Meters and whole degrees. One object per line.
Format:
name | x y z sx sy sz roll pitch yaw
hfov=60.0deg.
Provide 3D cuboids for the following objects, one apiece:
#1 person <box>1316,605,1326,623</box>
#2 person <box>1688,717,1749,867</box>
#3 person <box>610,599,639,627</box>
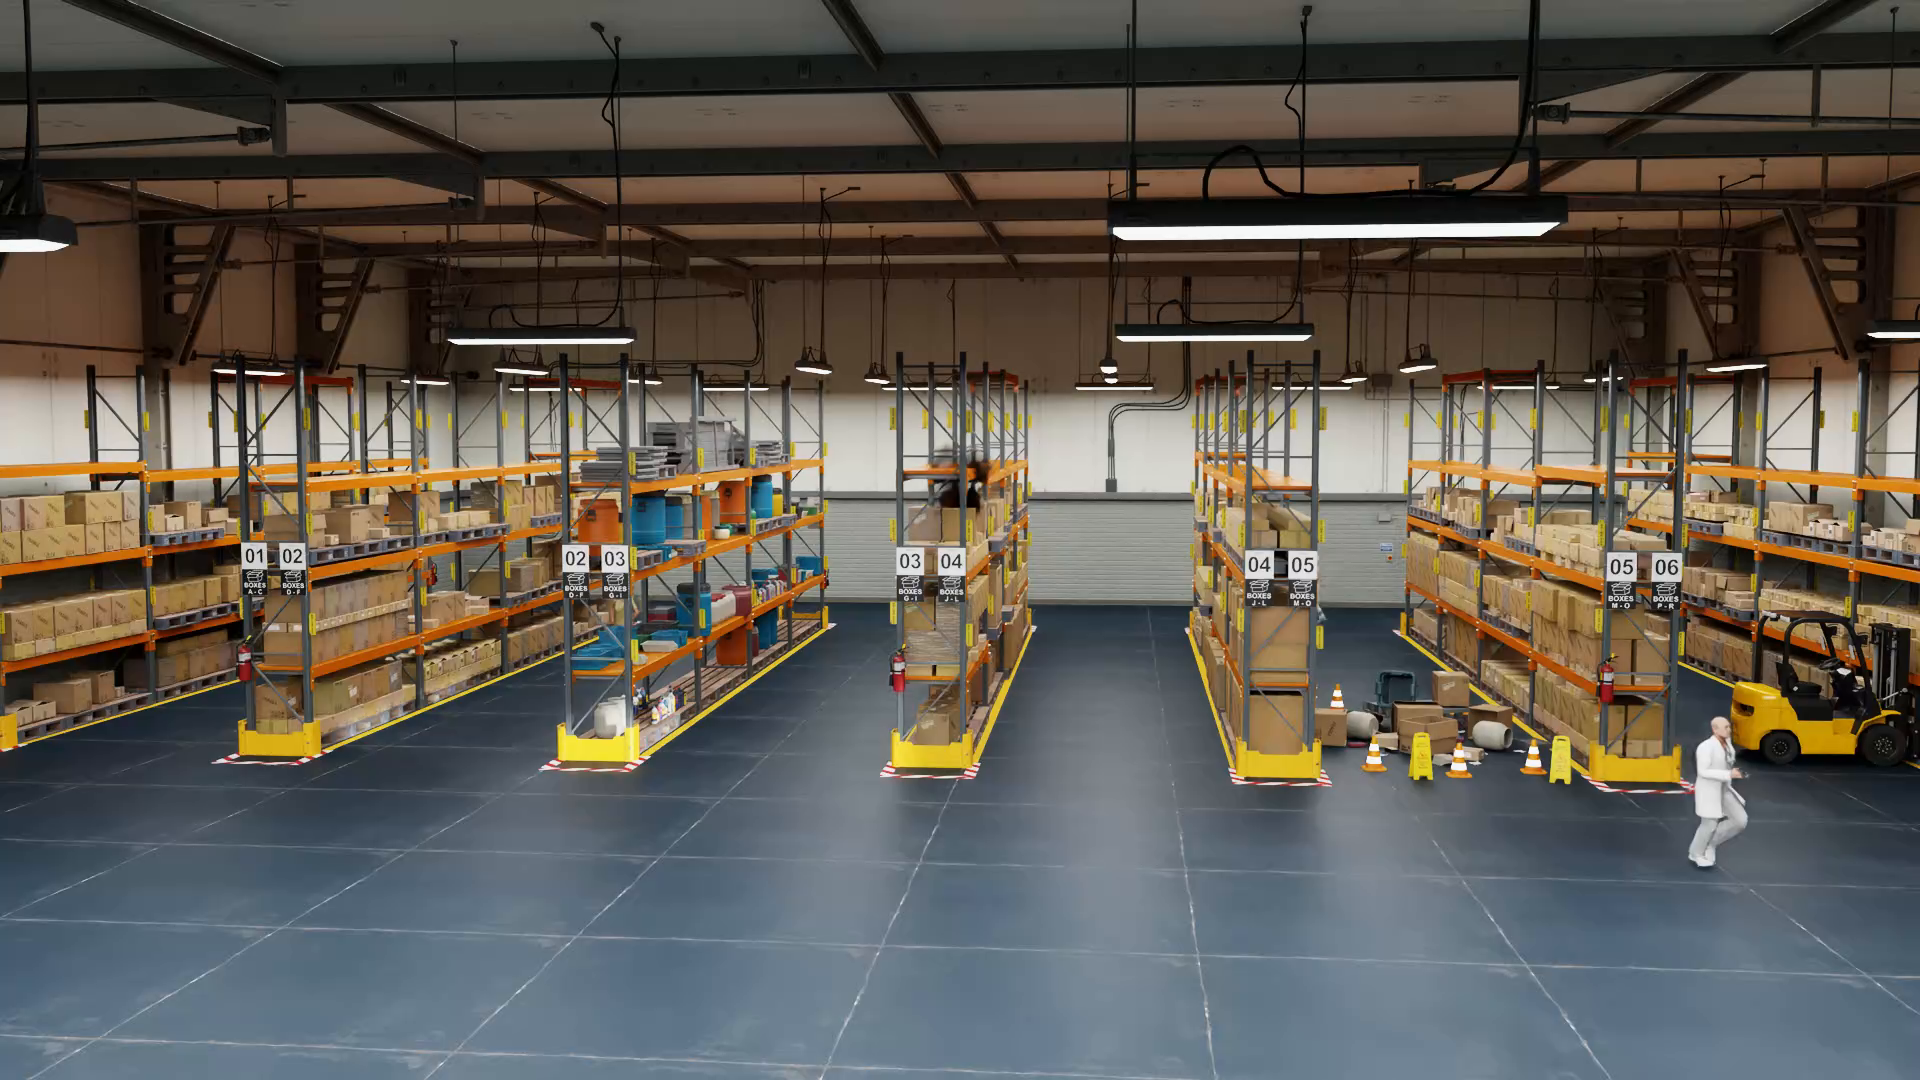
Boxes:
person | 8.476 1.228 40.563 0.921 1.827 0.671 1 4 14
person | 8.440 2.811 18.489 0.759 1.727 0.794 -2 5 -29
person | -6.896 1.771 34.144 0.604 1.647 0.790 0 4 5
